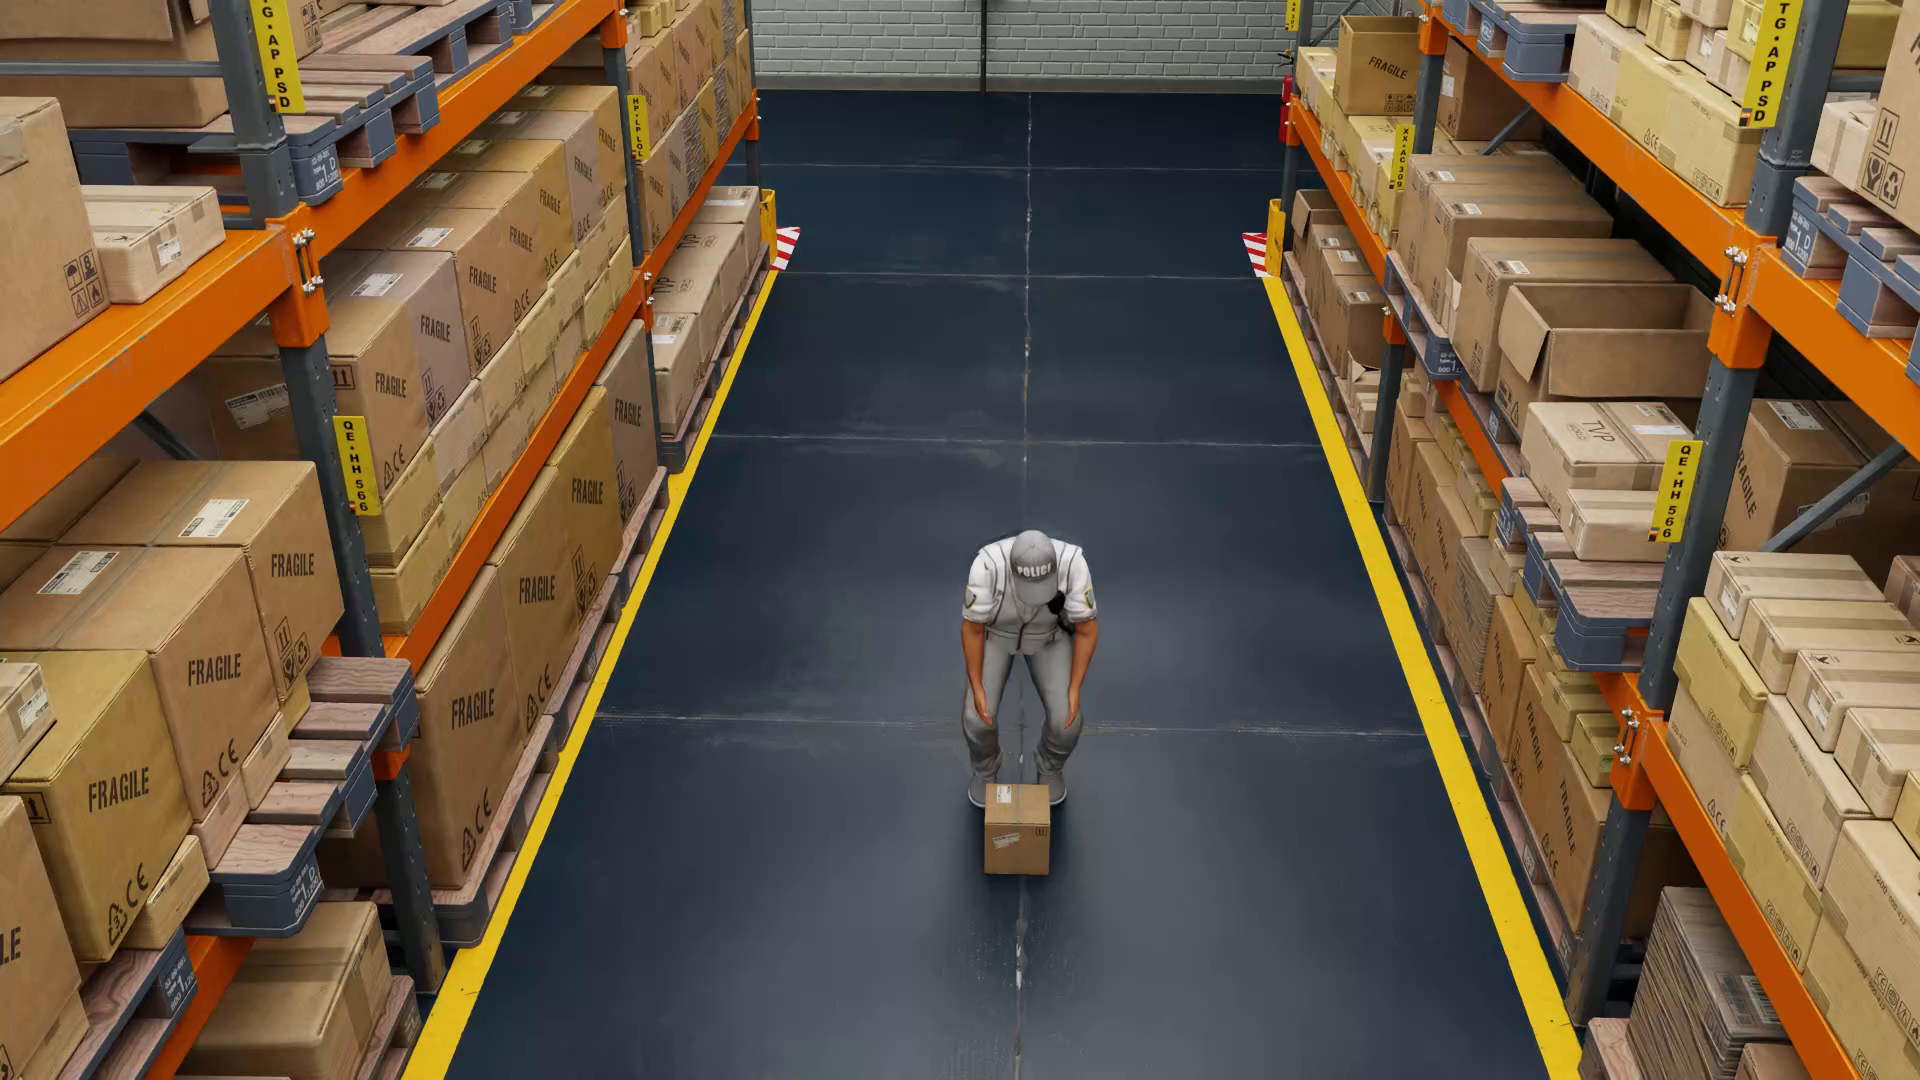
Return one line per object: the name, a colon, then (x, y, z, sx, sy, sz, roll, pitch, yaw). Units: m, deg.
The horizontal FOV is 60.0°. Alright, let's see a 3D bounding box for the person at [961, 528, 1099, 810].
person: (0.274, 0.459, 6.606, 0.534, 1.351, 0.745, 1, 28, 2)
